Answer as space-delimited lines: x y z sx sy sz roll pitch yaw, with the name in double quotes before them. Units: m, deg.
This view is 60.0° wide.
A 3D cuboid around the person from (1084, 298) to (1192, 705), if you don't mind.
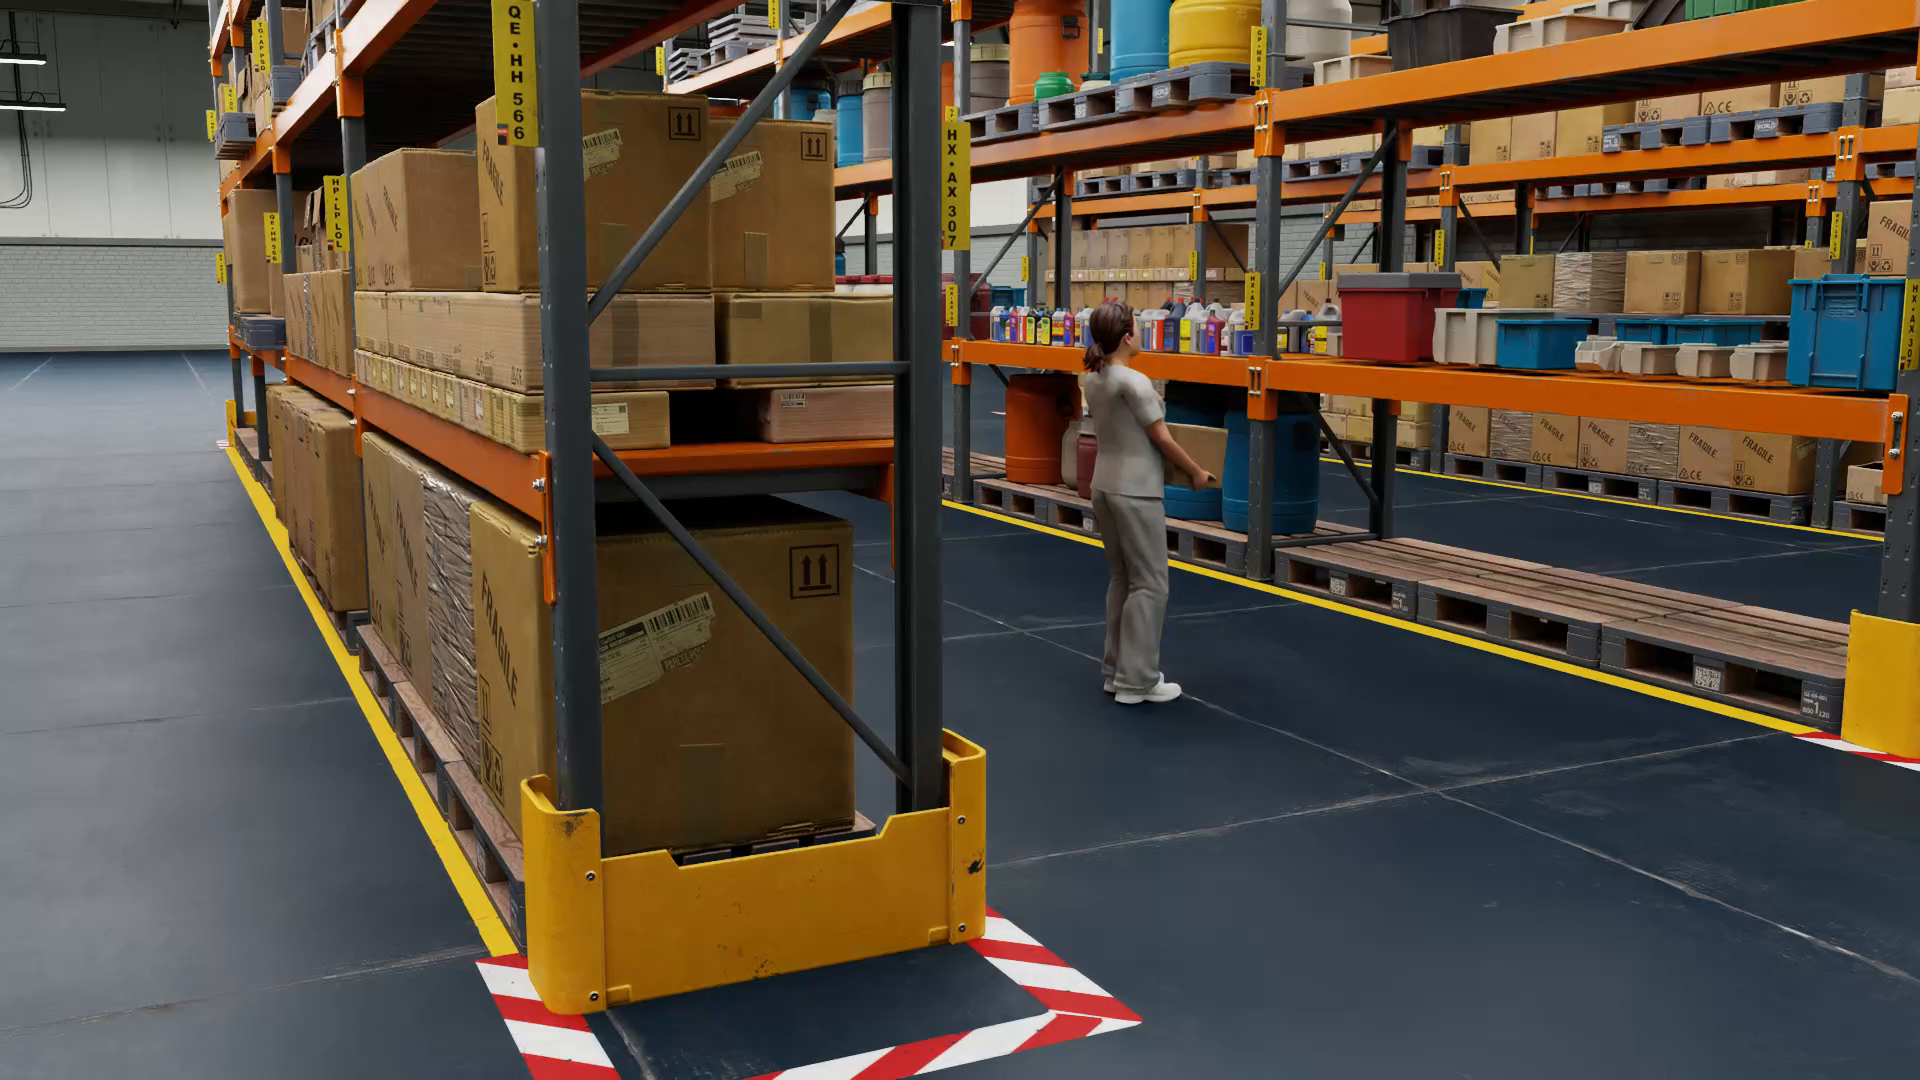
"person" 0.740 -0.169 6.971 0.415 1.673 0.489 -5 10 -28
